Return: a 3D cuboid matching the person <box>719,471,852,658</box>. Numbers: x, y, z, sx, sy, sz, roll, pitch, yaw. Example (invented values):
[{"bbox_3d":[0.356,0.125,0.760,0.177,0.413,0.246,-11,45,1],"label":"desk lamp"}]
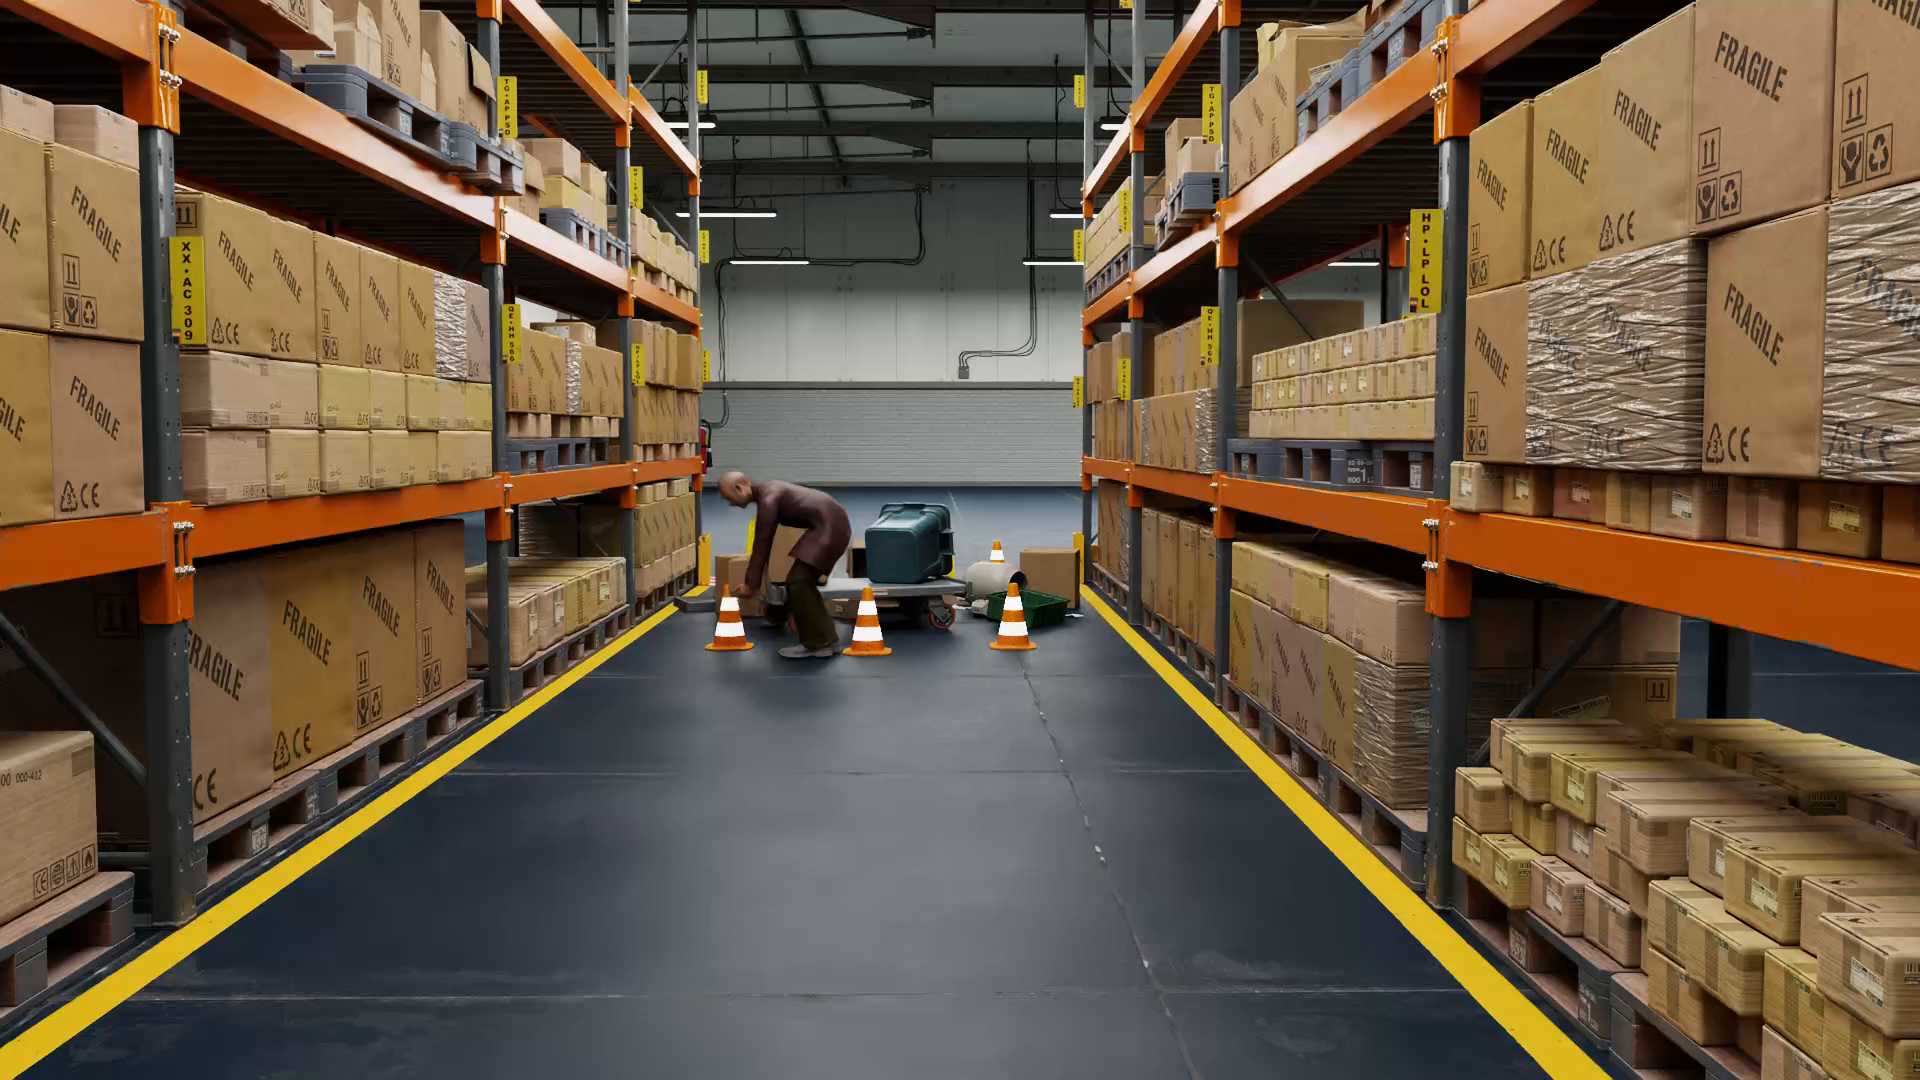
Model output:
[{"bbox_3d":[-1.201,0.165,11.495,0.909,1.284,0.562,0,4,-4],"label":"person"}]
